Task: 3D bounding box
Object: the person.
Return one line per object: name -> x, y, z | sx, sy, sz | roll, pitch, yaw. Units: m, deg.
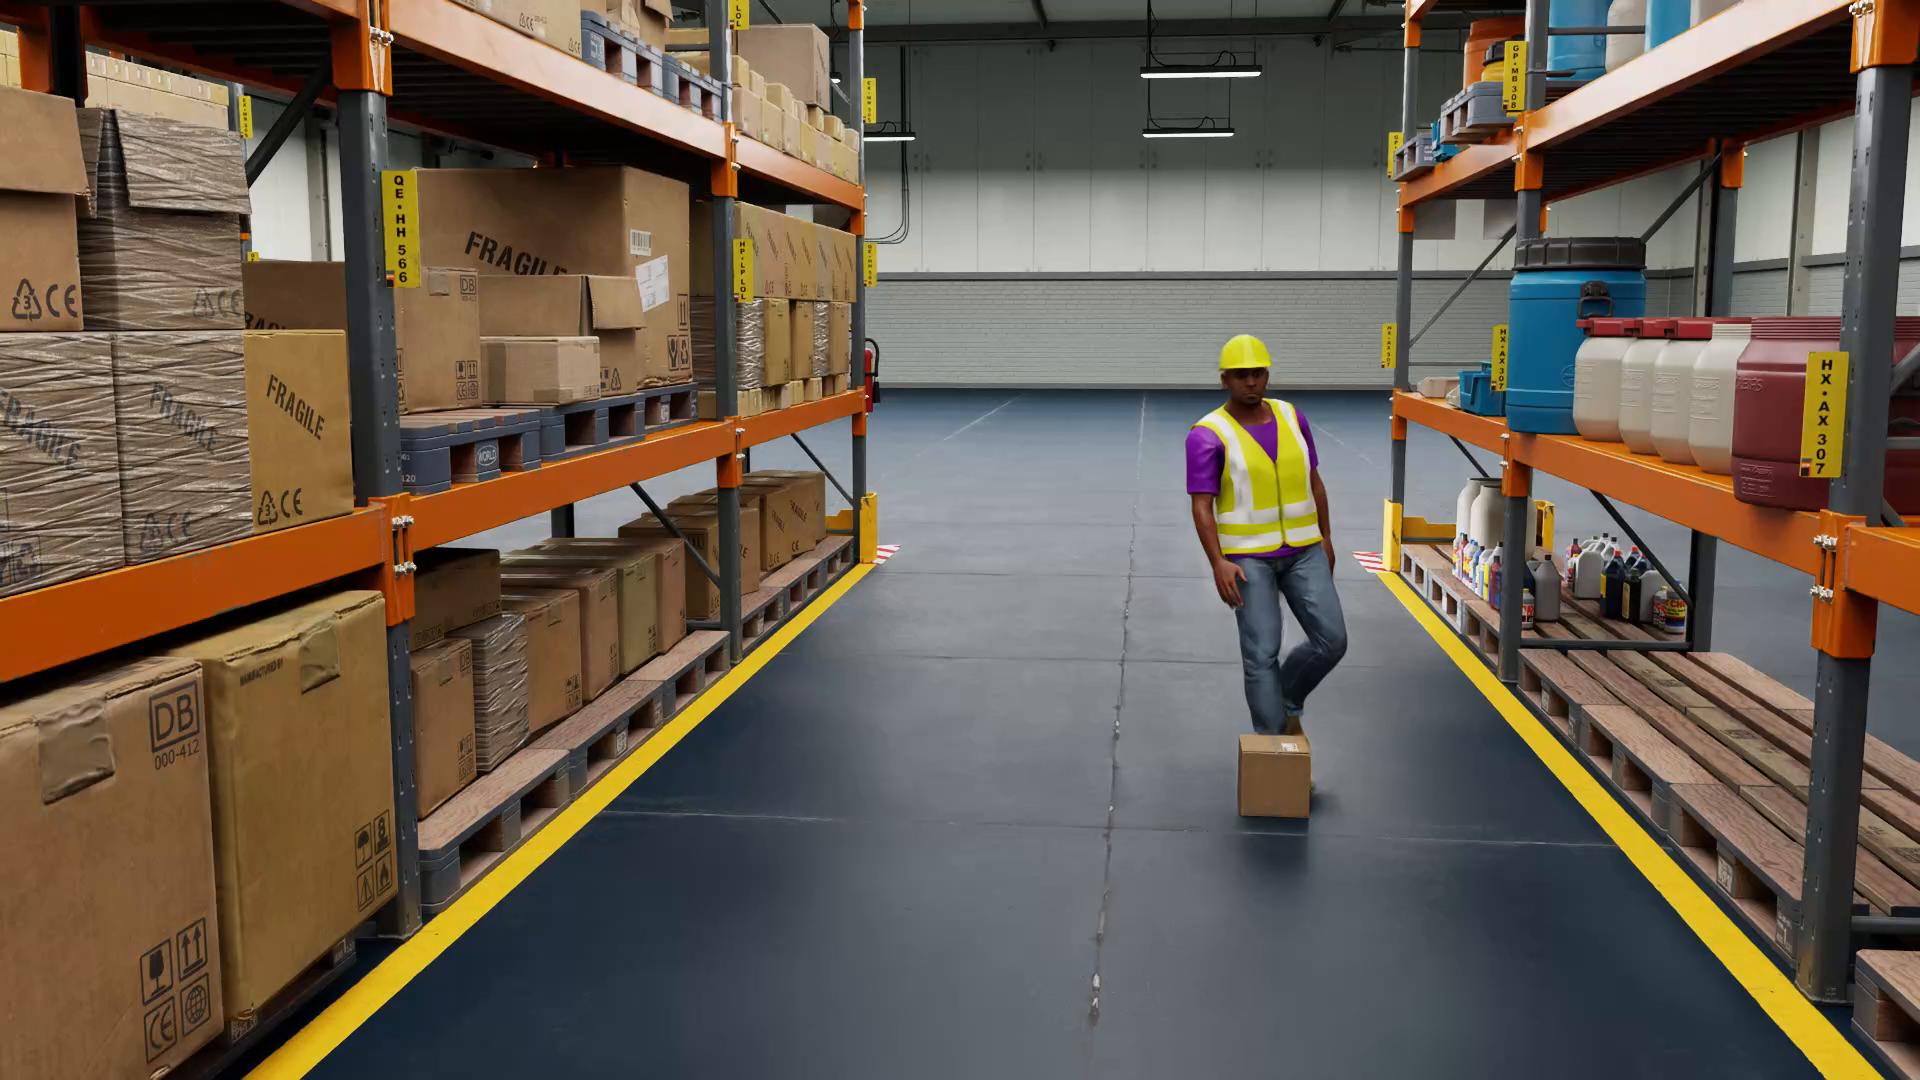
person -> 1.246, 0.076, 6.563 | 0.663, 1.759, 0.618 | -2, 8, -13
